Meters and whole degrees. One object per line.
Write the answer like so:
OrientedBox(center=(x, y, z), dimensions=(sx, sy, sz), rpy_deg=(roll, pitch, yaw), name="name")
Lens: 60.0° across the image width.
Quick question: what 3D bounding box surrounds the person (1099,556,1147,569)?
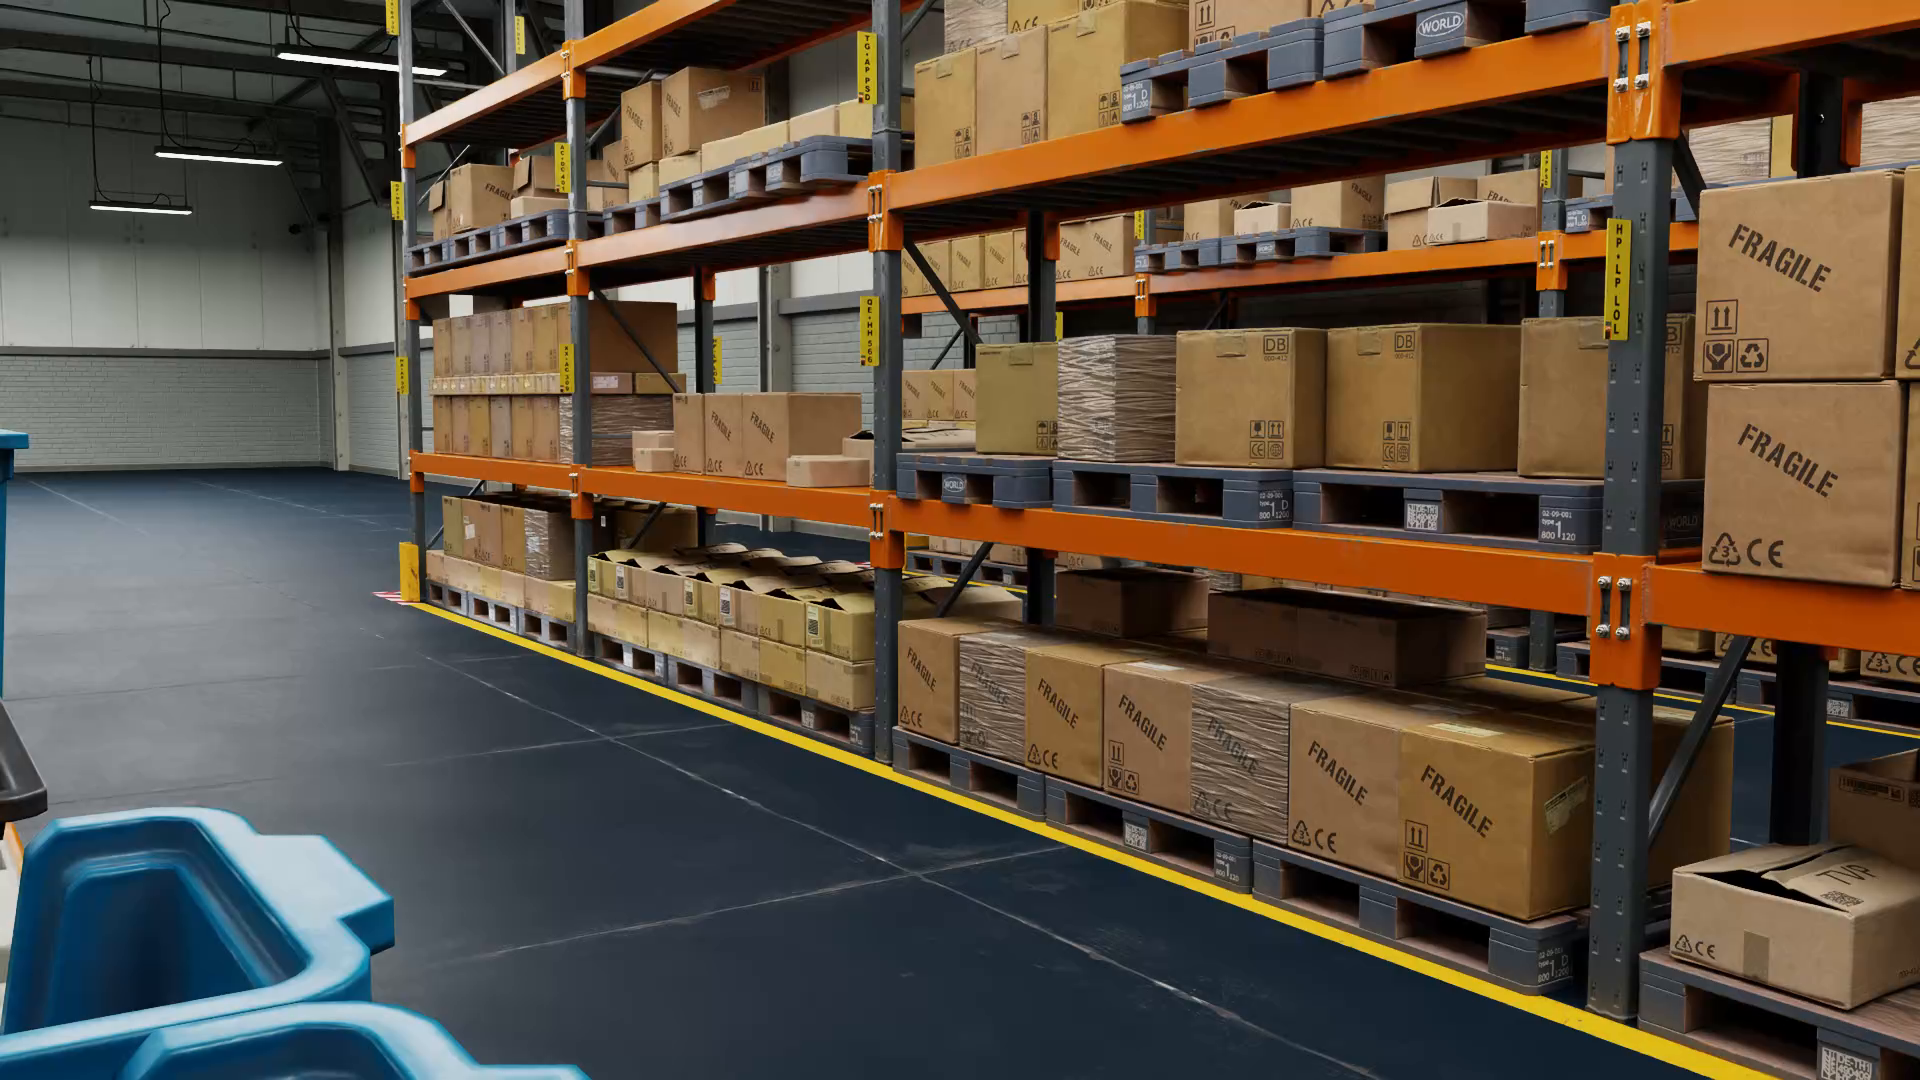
OrientedBox(center=(1.187, -0.094, 12.251), dimensions=(0.390, 1.660, 0.469), rpy_deg=(-3, 6, -32), name="person")
